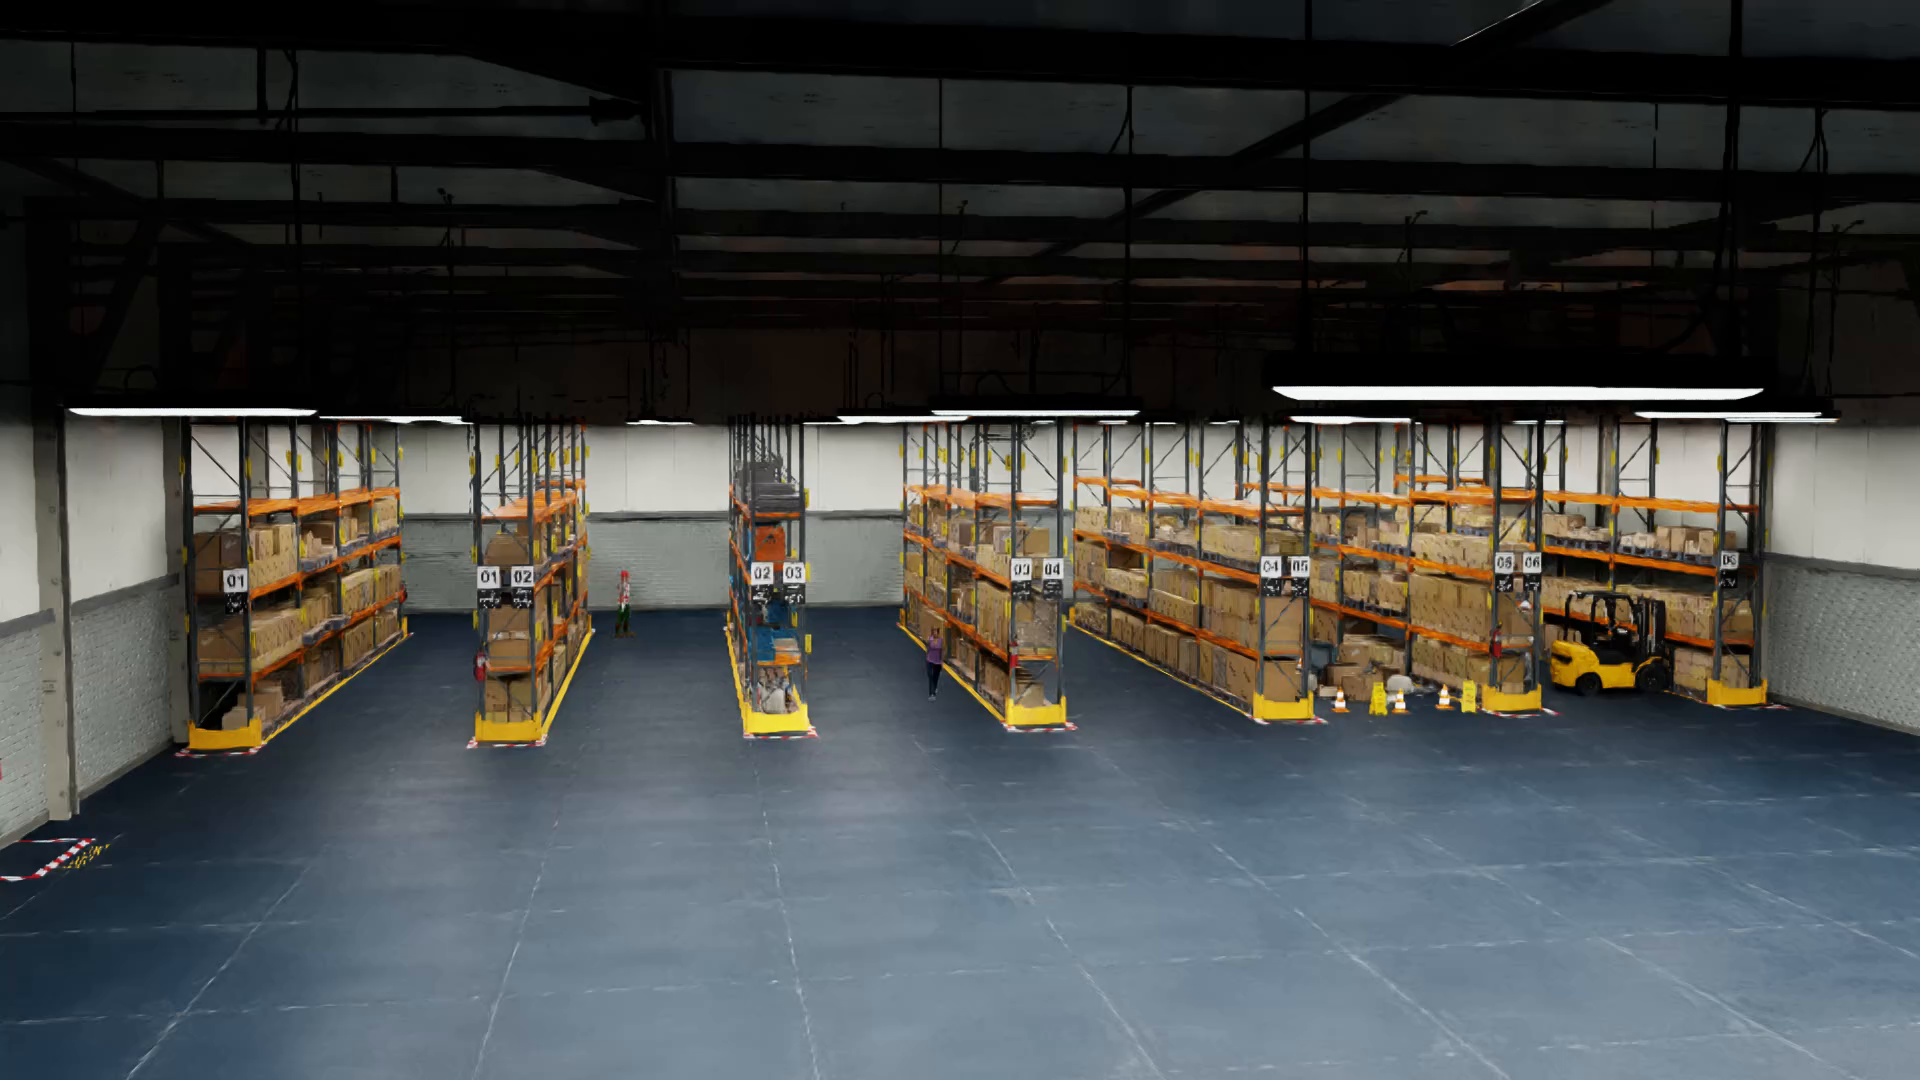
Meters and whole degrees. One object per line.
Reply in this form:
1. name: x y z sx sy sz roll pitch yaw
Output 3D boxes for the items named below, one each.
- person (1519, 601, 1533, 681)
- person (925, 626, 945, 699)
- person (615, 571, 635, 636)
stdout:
1. person: 12.689 2.266 37.494 0.494 1.785 0.616 1 4 20
2. person: -0.515 2.556 35.143 0.416 1.512 1.027 -1 4 -10
3. person: -9.183 1.726 45.495 0.501 1.778 0.645 0 4 -2
